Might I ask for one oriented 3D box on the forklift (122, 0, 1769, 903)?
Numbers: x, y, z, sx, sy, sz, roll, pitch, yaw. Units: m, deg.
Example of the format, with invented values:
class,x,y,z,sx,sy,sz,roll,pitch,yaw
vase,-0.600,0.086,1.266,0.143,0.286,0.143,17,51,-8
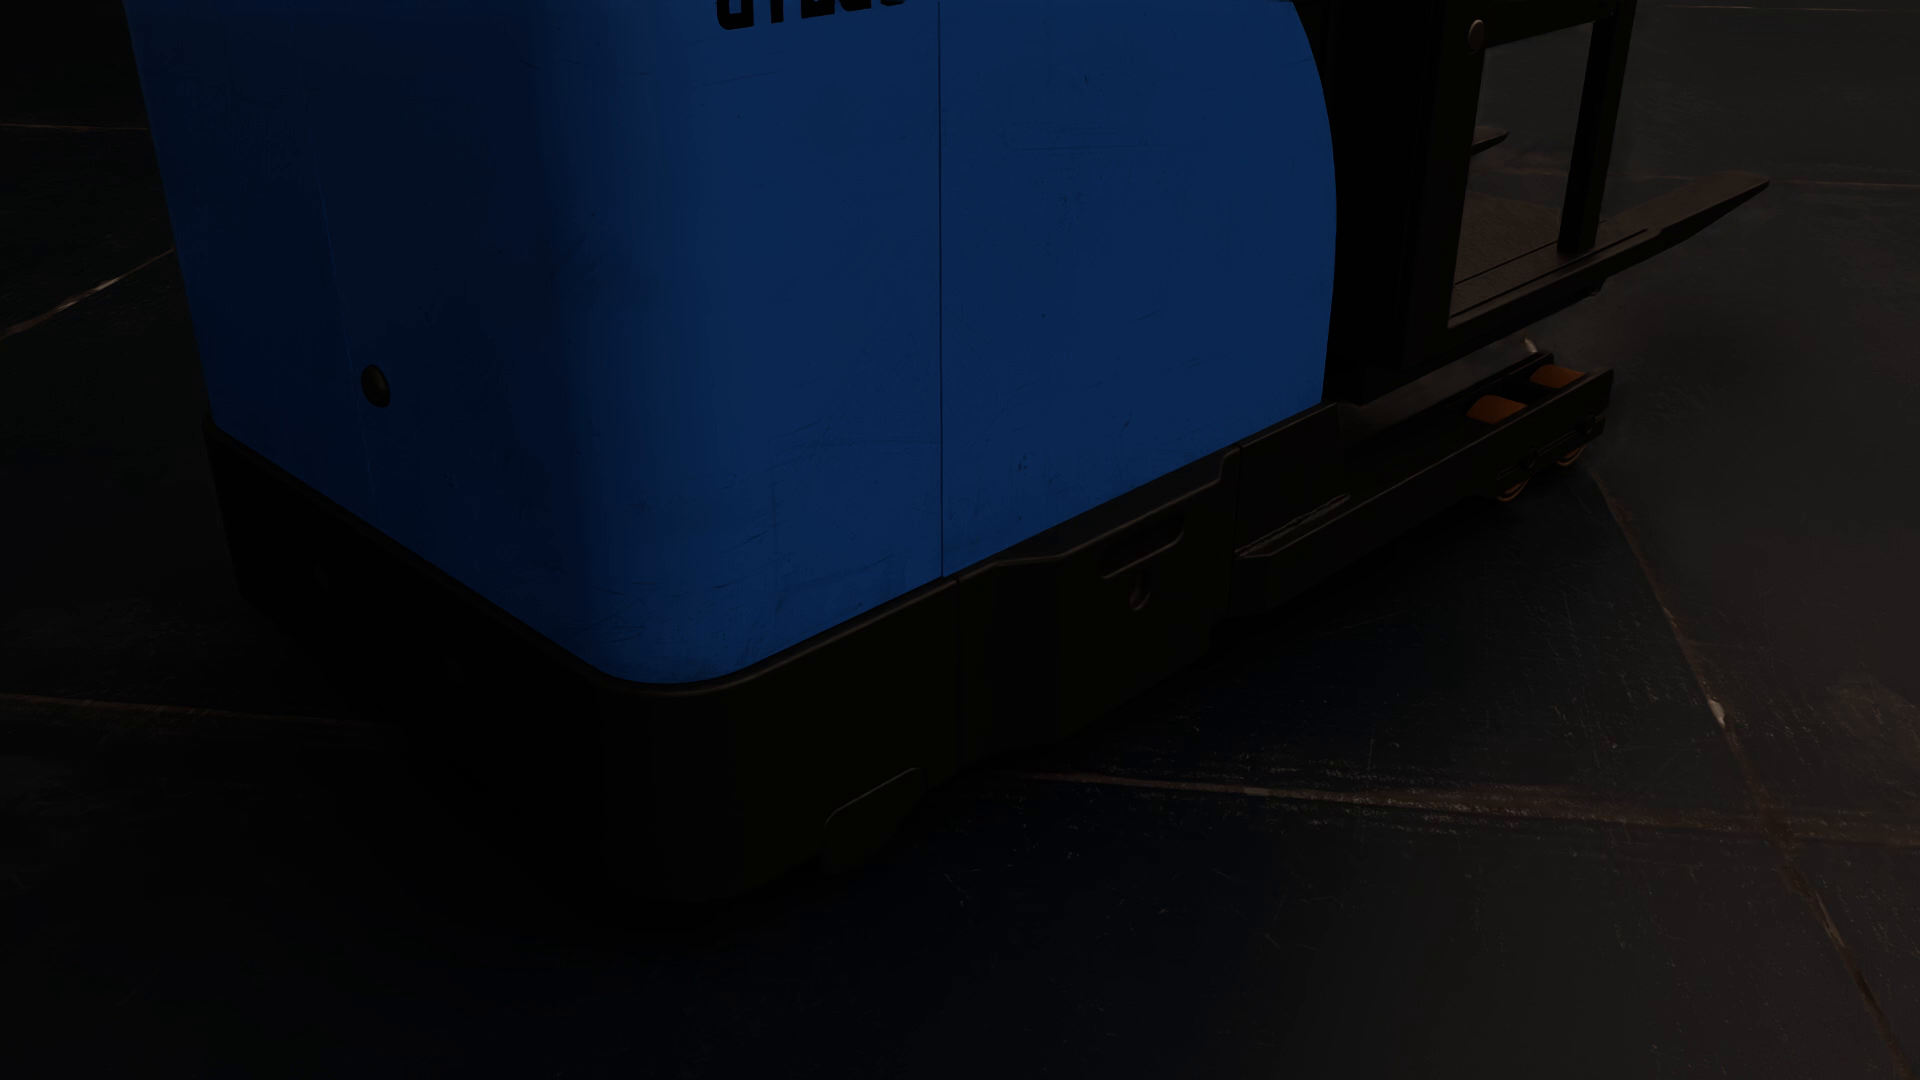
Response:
class,x,y,z,sx,sy,sz,roll,pitch,yaw
forklift,0.427,-1.515,2.255,1.130,2.935,3.031,24,35,39
